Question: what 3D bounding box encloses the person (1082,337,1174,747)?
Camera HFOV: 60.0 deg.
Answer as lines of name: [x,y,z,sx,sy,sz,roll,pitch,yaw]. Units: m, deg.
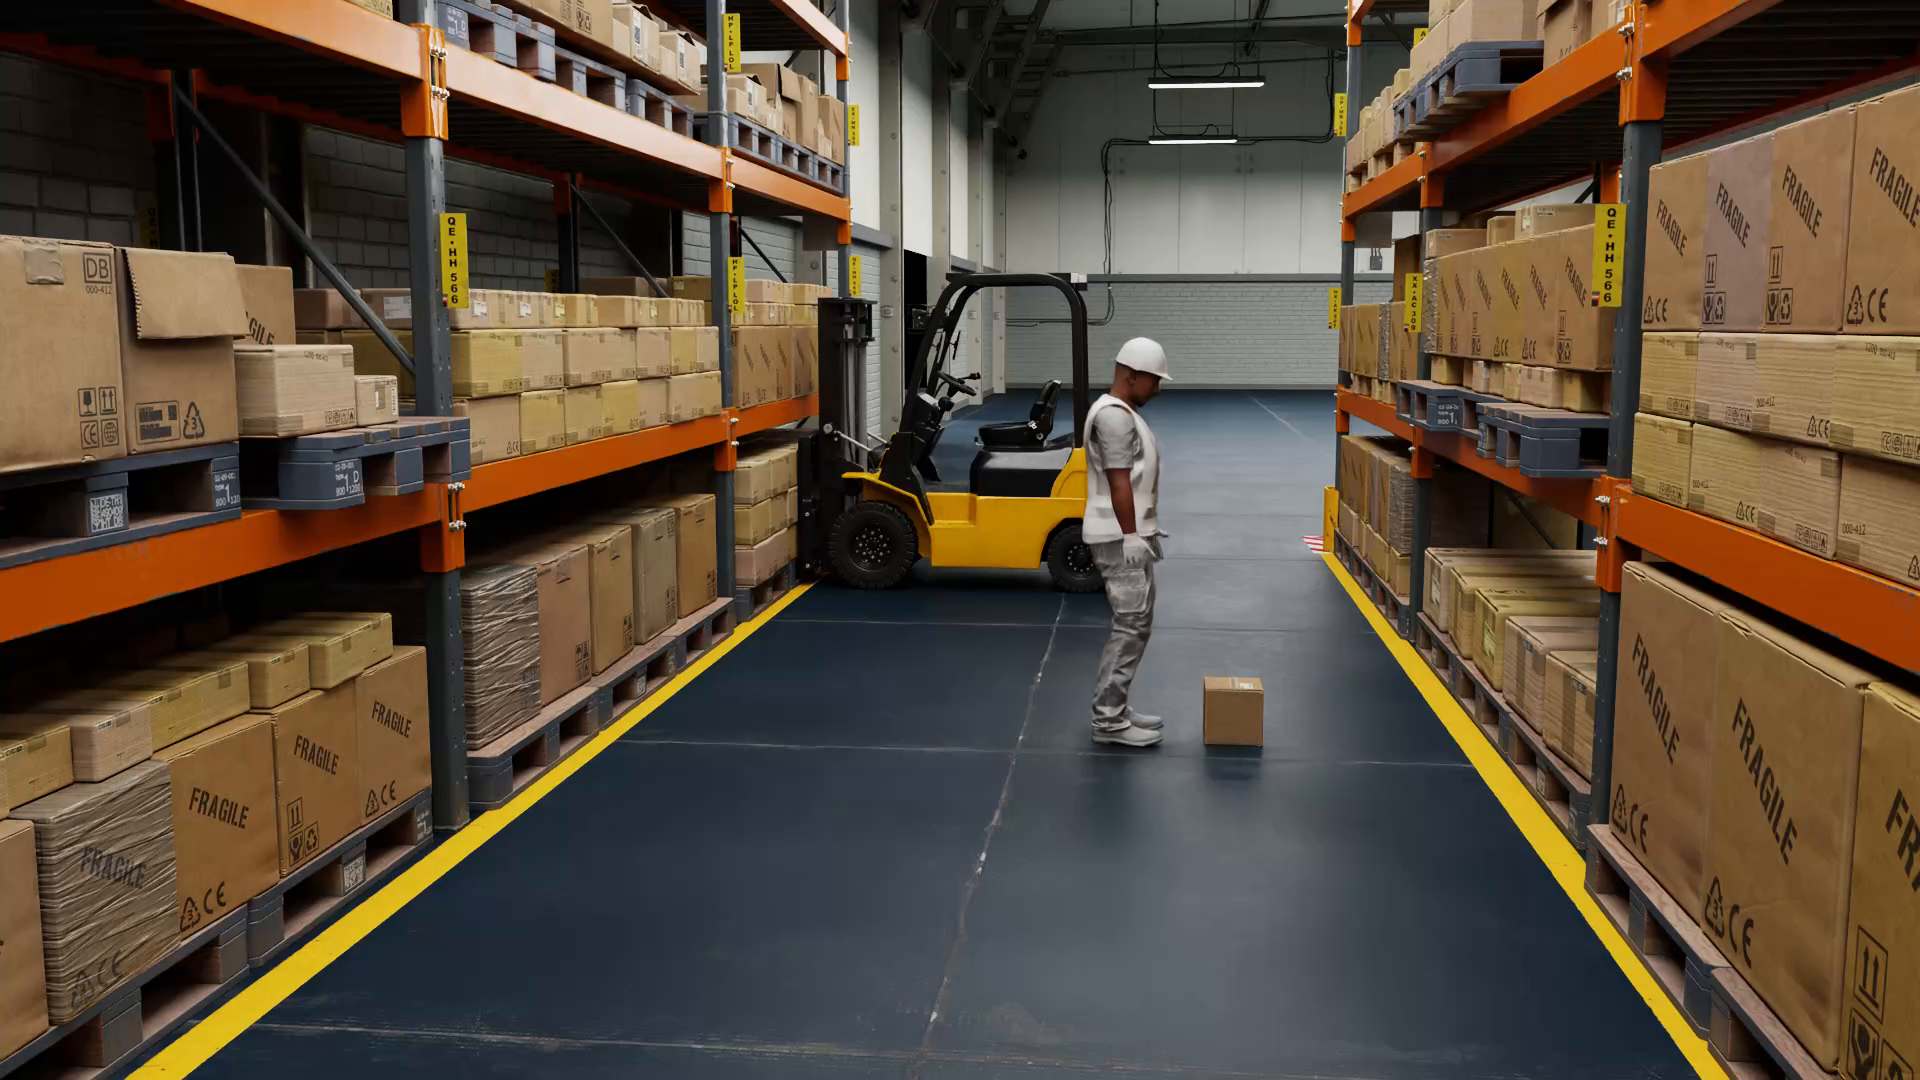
person: [0.734,-0.003,7.314,0.389,1.763,0.557,1,8,7]
